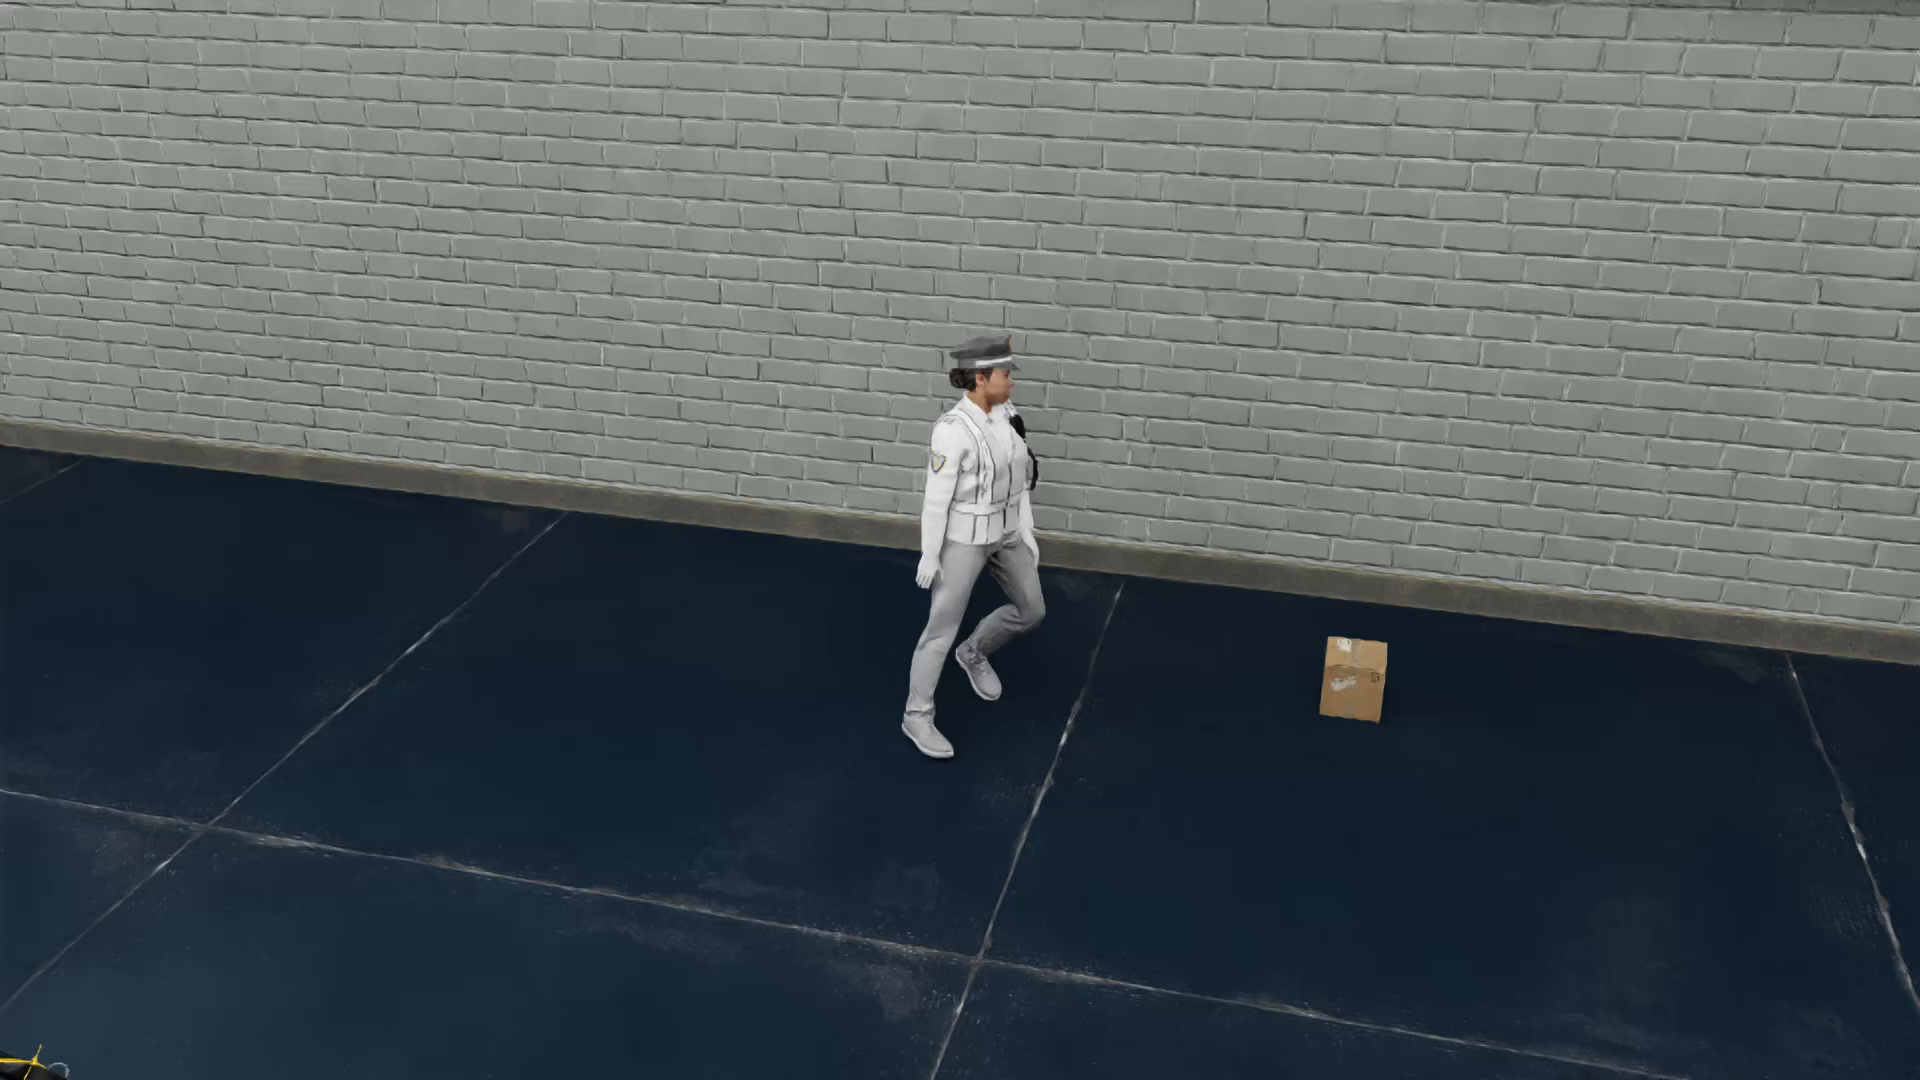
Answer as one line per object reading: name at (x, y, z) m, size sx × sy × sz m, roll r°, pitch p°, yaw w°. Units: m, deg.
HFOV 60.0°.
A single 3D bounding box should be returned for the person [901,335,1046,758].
person at (0.037, 0.017, 6.547) m, size 0.437 × 1.664 × 0.606 m, roll 18°, pitch 31°, yaw 33°
